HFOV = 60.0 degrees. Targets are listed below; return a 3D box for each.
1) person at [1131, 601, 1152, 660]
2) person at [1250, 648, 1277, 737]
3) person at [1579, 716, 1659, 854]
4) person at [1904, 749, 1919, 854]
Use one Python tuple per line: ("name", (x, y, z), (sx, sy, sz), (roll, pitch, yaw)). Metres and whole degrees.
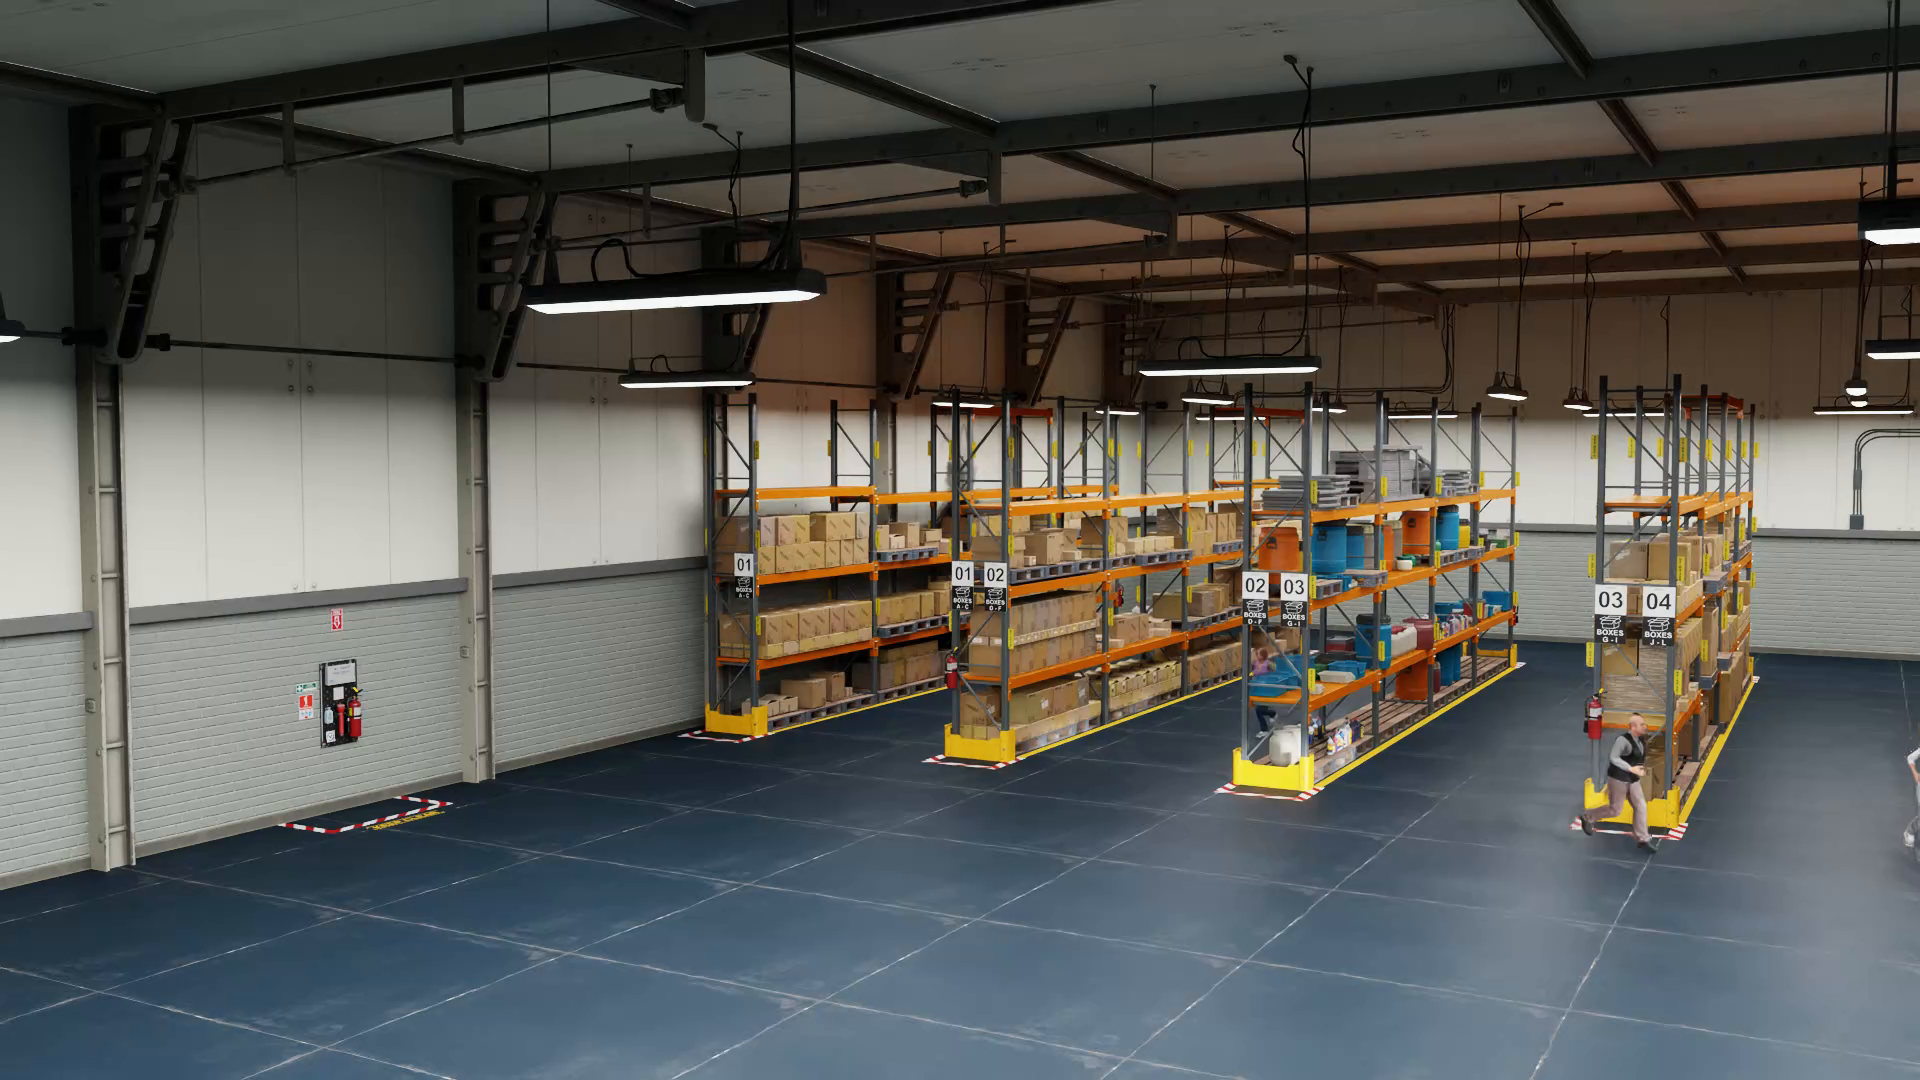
("person", (4.249, 2.117, 38.376), (0.594, 1.642, 0.893), (2, 4, 33))
("person", (5.329, 2.664, 29.048), (0.613, 1.567, 0.574), (-3, 4, -42))
("person", (8.328, 3.027, 20.933), (0.694, 1.690, 1.053), (-3, 4, -42))
("person", (12.013, 3.110, 20.525), (0.527, 1.611, 0.802), (0, 3, 8))
